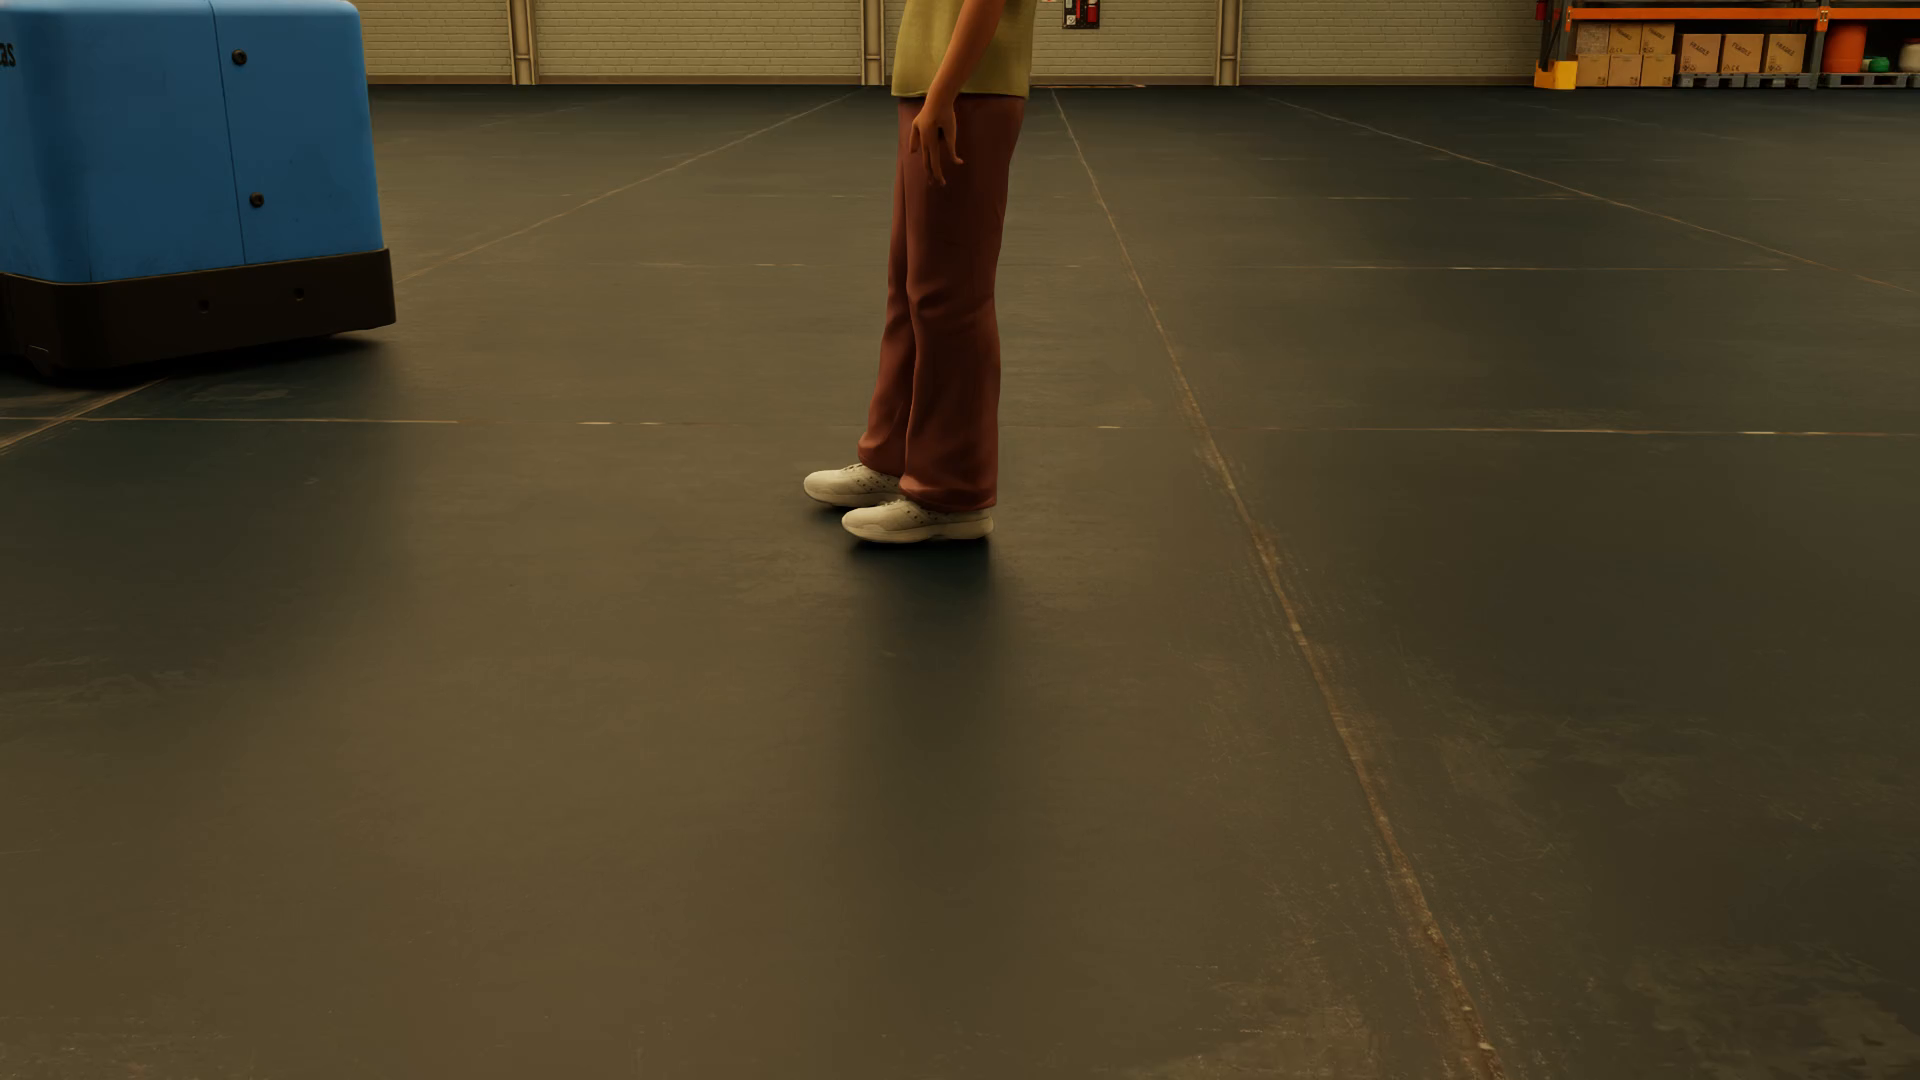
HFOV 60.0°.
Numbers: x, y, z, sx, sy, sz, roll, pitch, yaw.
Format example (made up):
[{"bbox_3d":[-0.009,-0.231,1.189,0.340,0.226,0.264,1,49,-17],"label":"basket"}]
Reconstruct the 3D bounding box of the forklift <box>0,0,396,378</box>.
[{"bbox_3d":[-3.299,-2.200,5.514,3.031,2.935,1.130,13,22,37],"label":"forklift"}]

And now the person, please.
[{"bbox_3d":[-0.073,-0.812,3.135,0.549,1.675,0.553,1,17,2],"label":"person"}]
